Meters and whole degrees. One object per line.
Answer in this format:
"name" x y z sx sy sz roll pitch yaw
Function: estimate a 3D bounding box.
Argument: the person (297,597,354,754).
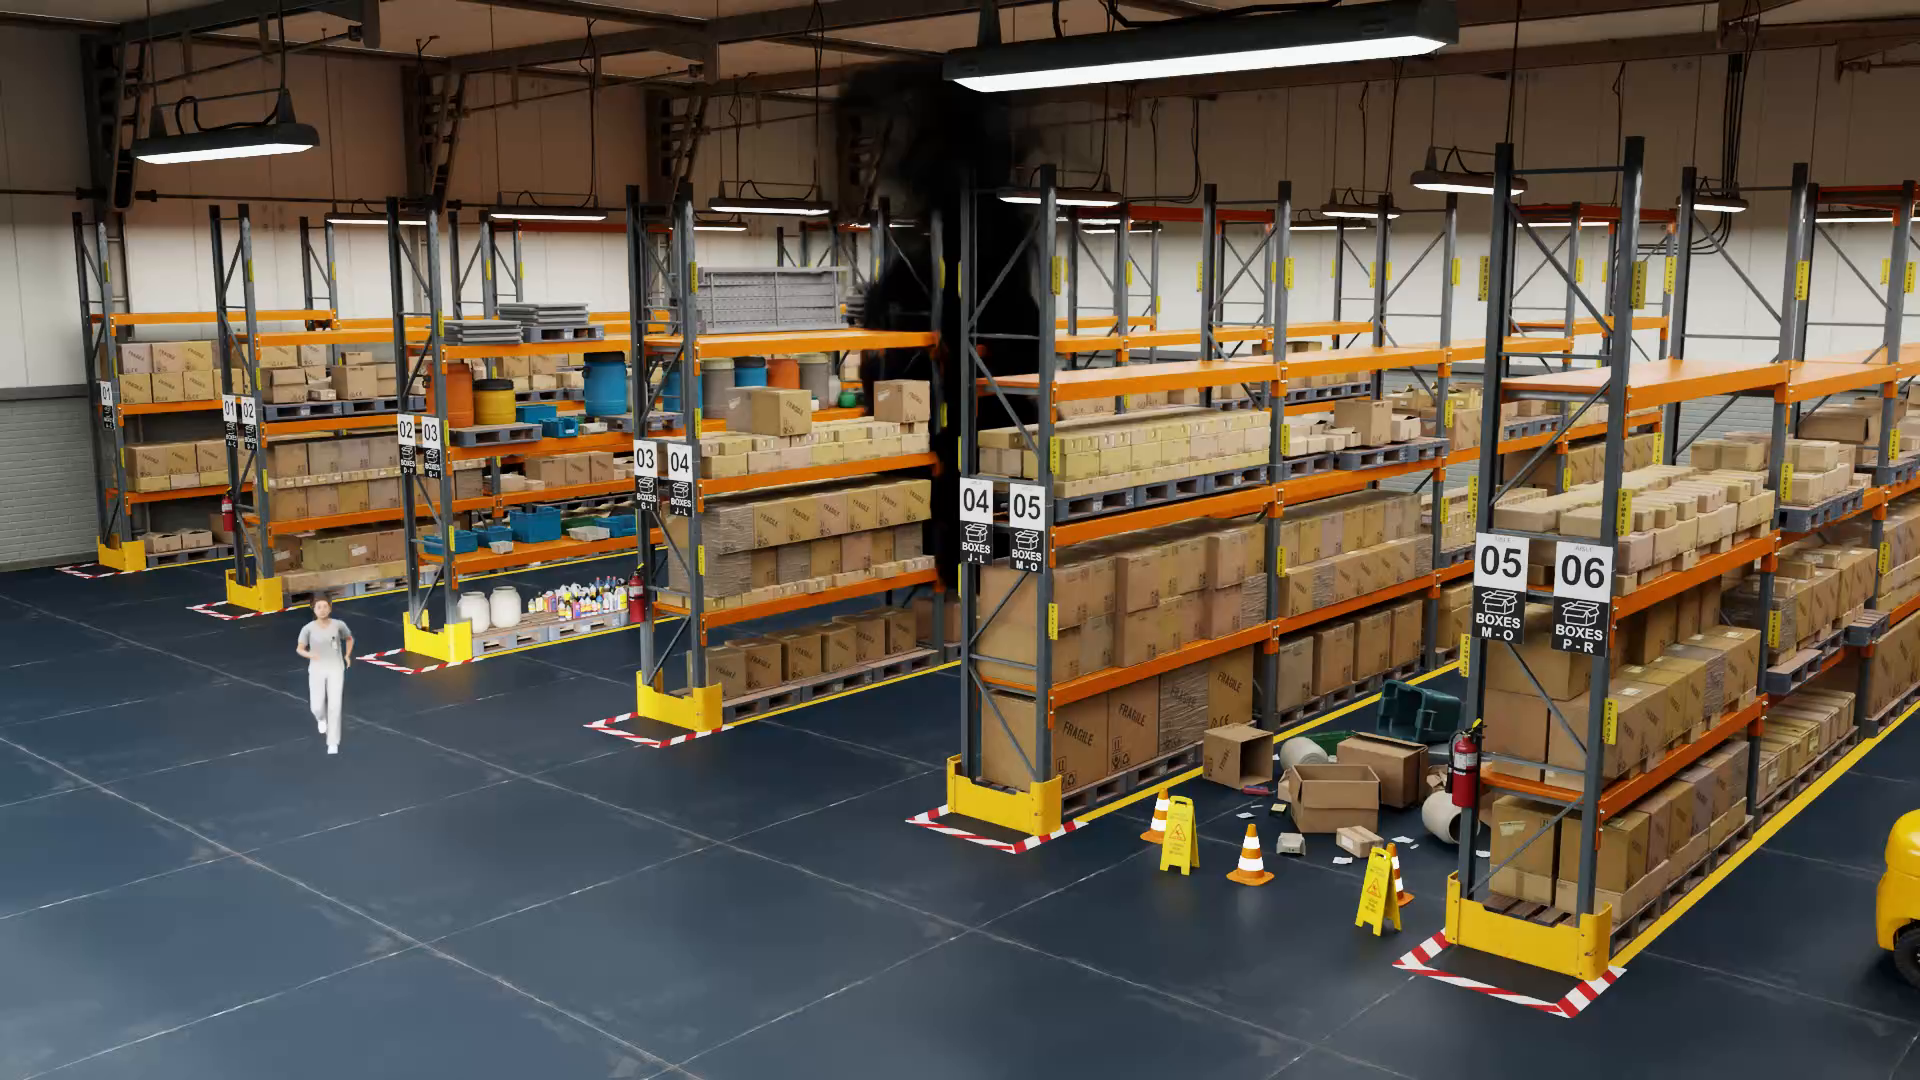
"person" -6.783 1.415 17.831 0.577 1.631 0.867 -4 10 -20

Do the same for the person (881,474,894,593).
"person" -0.977 -0.115 24.955 0.701 1.763 0.783 5 11 26
